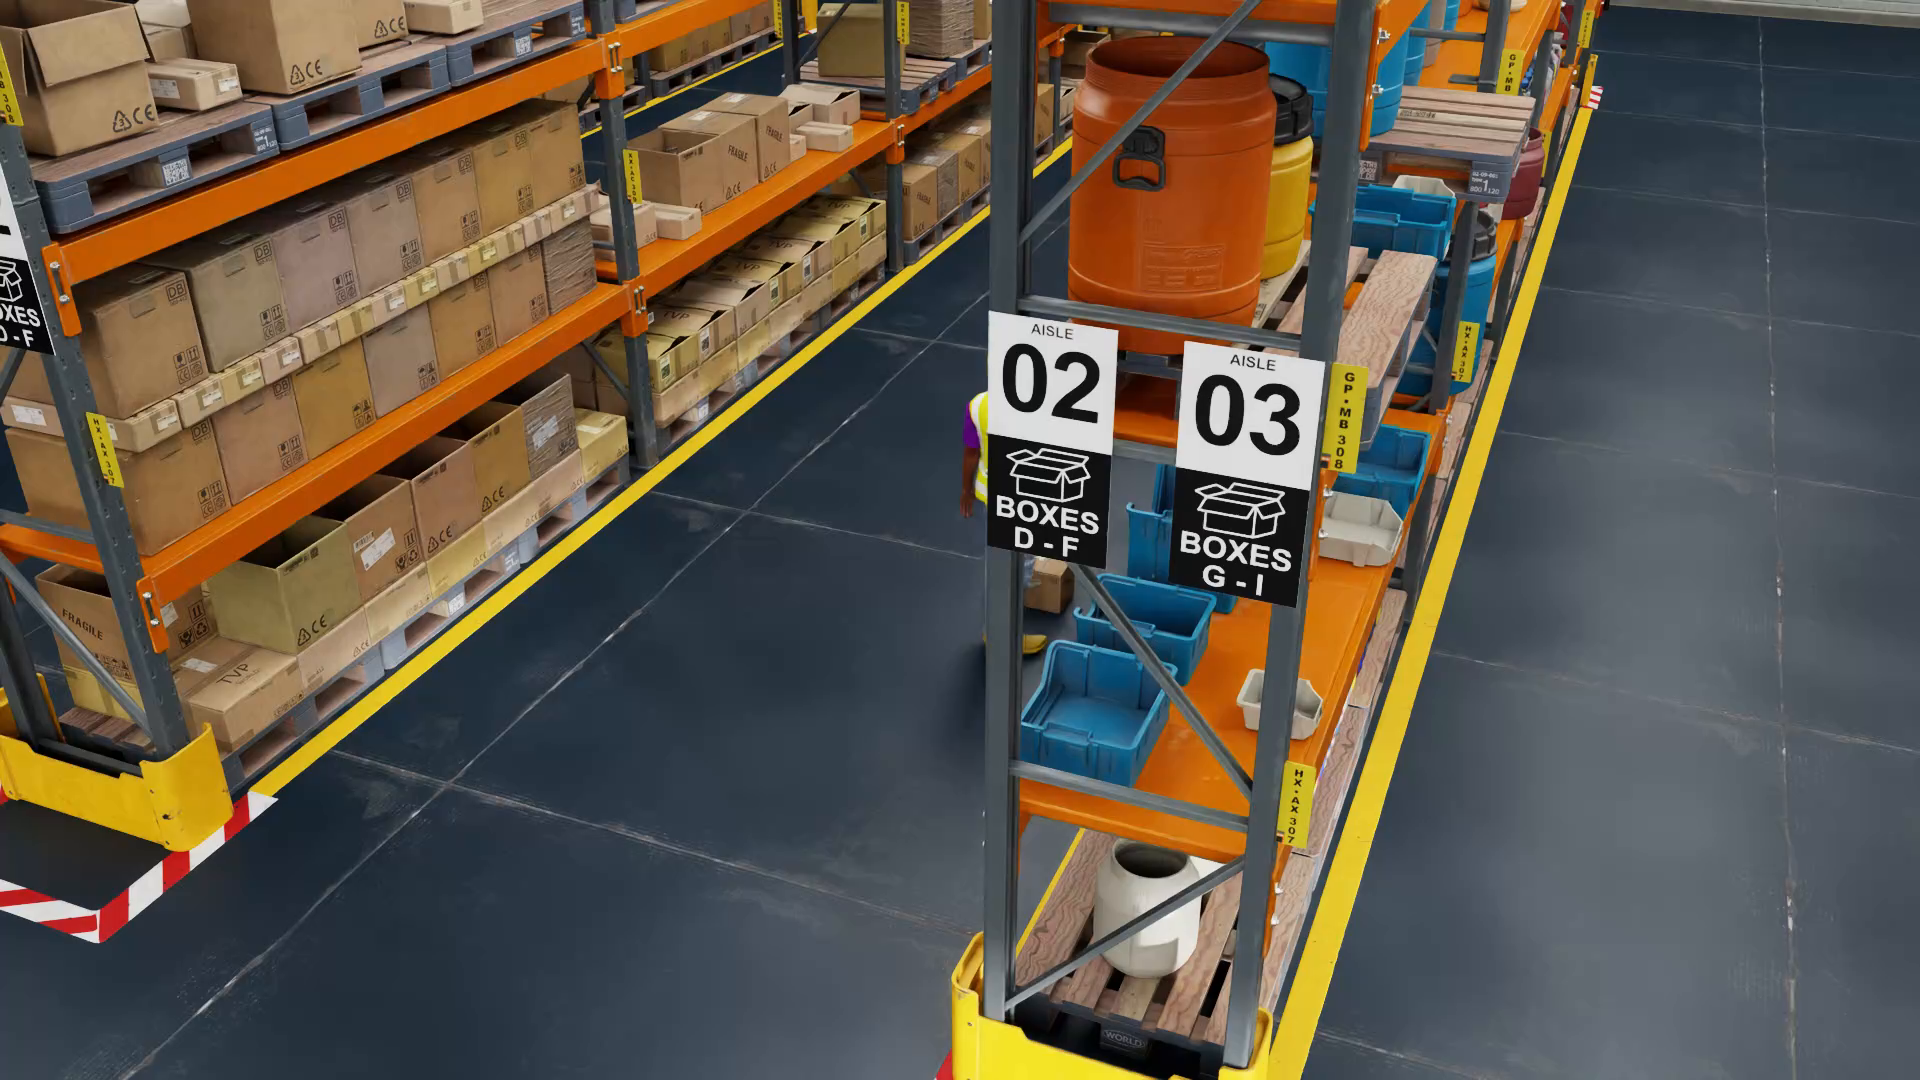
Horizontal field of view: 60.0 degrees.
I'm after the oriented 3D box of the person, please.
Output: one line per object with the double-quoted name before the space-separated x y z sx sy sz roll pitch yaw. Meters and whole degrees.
"person" 0.295 -0.212 8.715 0.643 1.766 0.377 21 35 32
